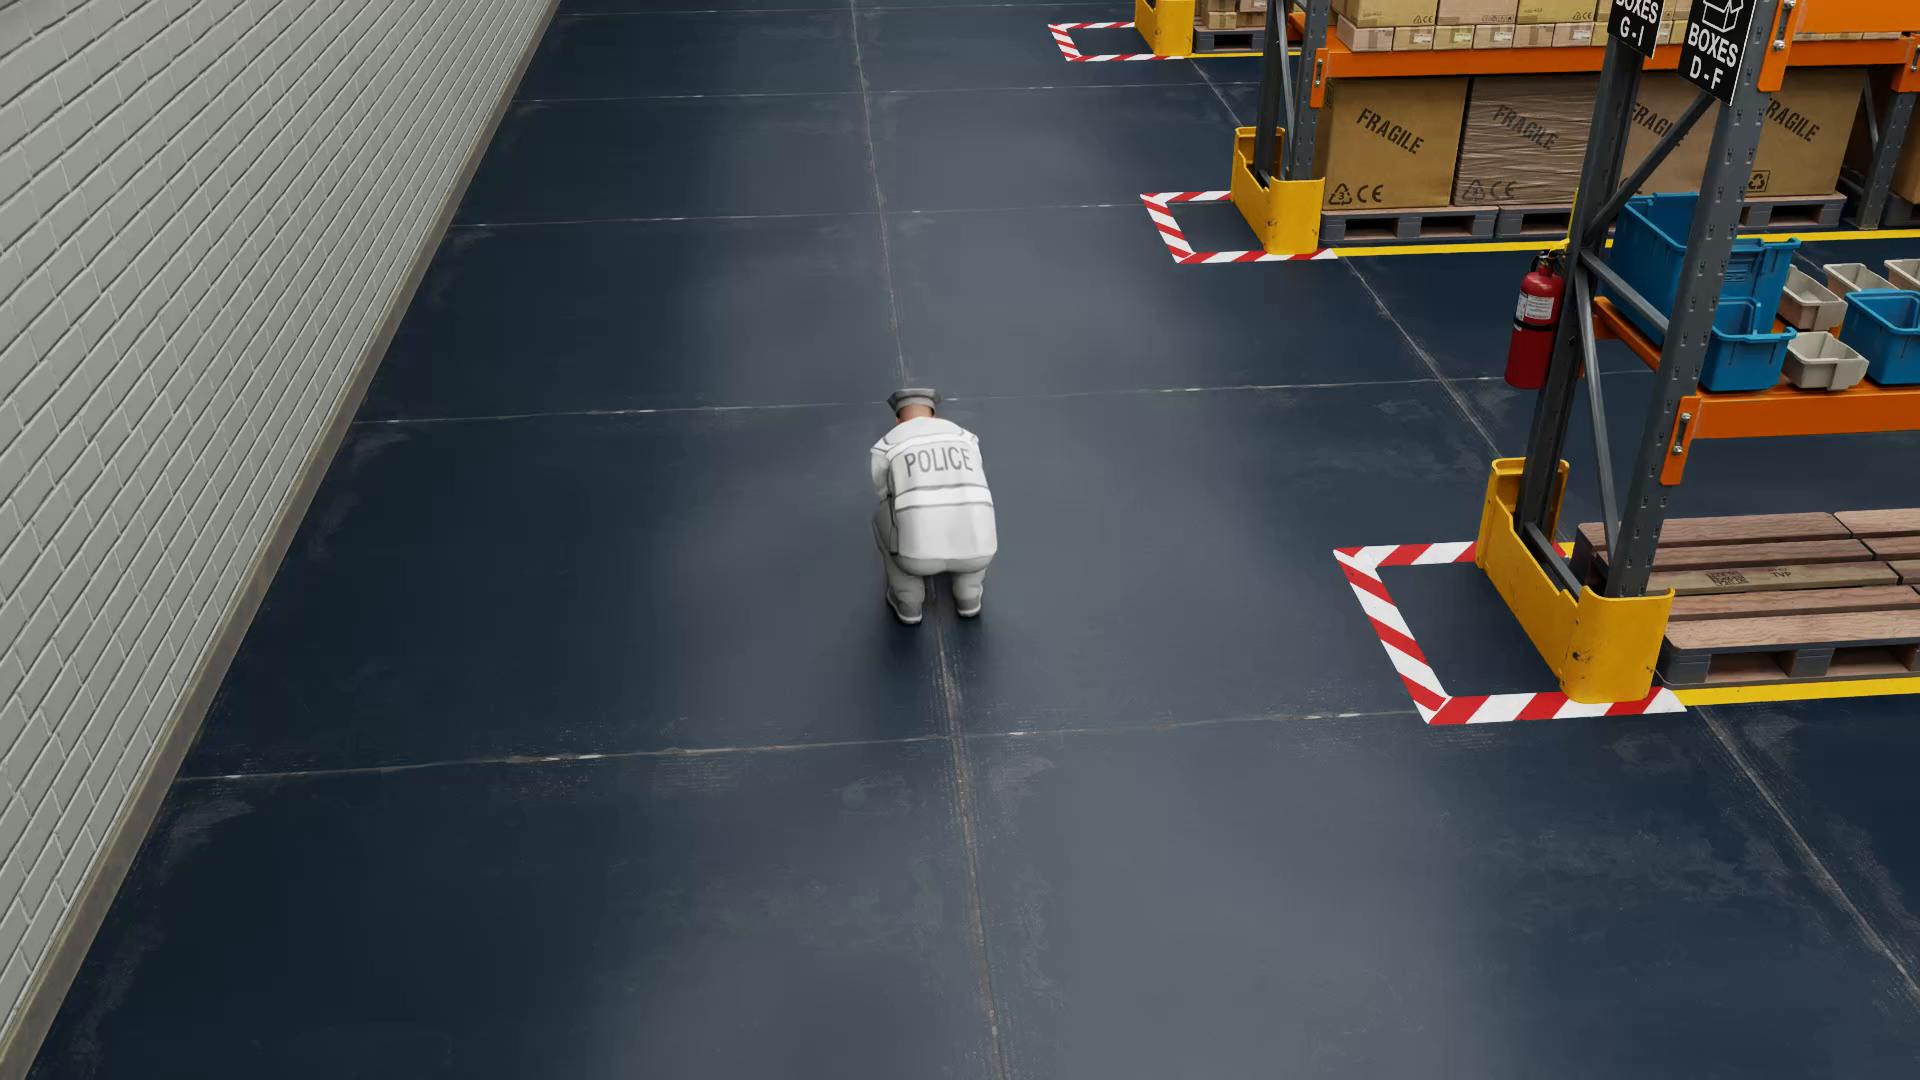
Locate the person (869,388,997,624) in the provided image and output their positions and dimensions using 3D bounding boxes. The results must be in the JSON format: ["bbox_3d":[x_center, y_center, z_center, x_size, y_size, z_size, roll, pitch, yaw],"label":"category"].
[{"bbox_3d":[-0.120,-0.116,7.307,0.536,0.903,0.990,-3,31,-5],"label":"person"}]
